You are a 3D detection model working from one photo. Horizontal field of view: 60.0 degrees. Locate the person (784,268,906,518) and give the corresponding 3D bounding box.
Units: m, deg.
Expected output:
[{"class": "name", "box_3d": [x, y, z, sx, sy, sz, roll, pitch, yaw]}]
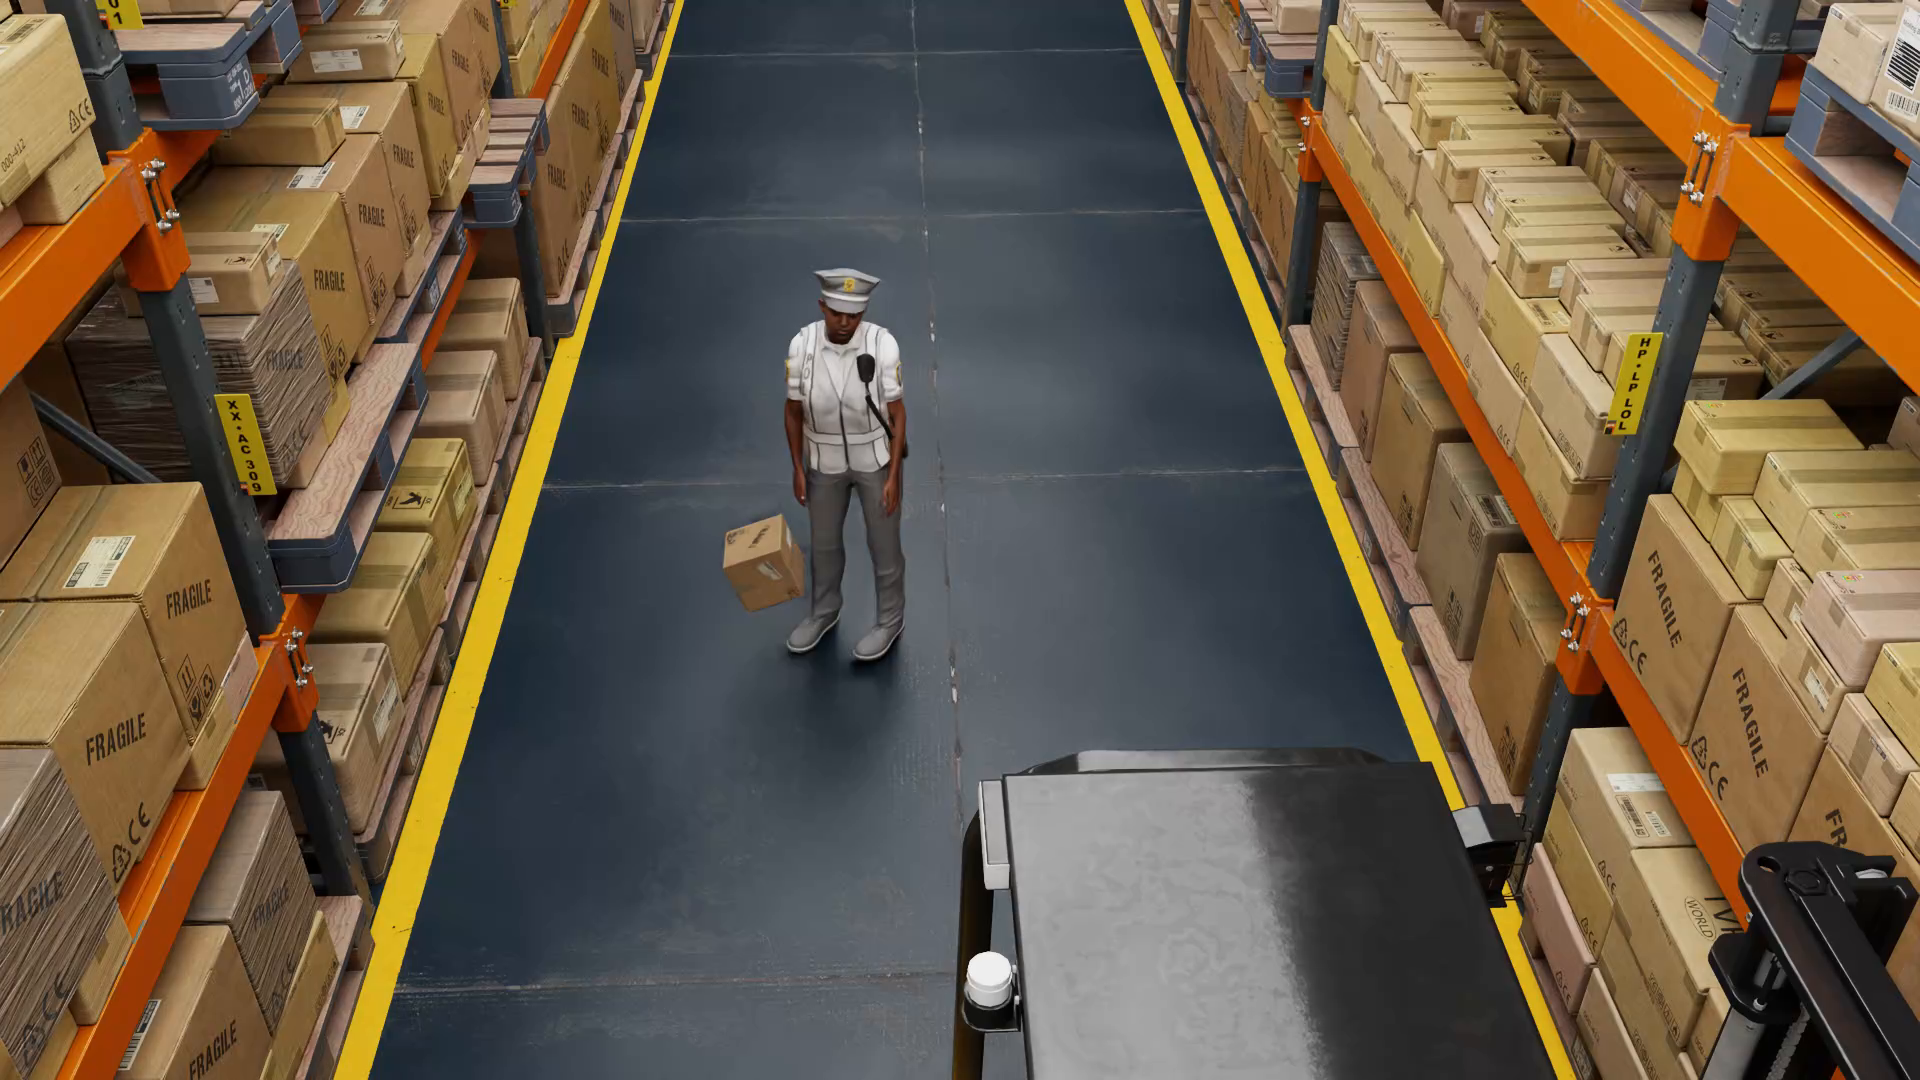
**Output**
[{"class": "person", "box_3d": [-0.444, -0.562, 6.283, 0.474, 1.011, 0.366, 3, 36, 4]}]
